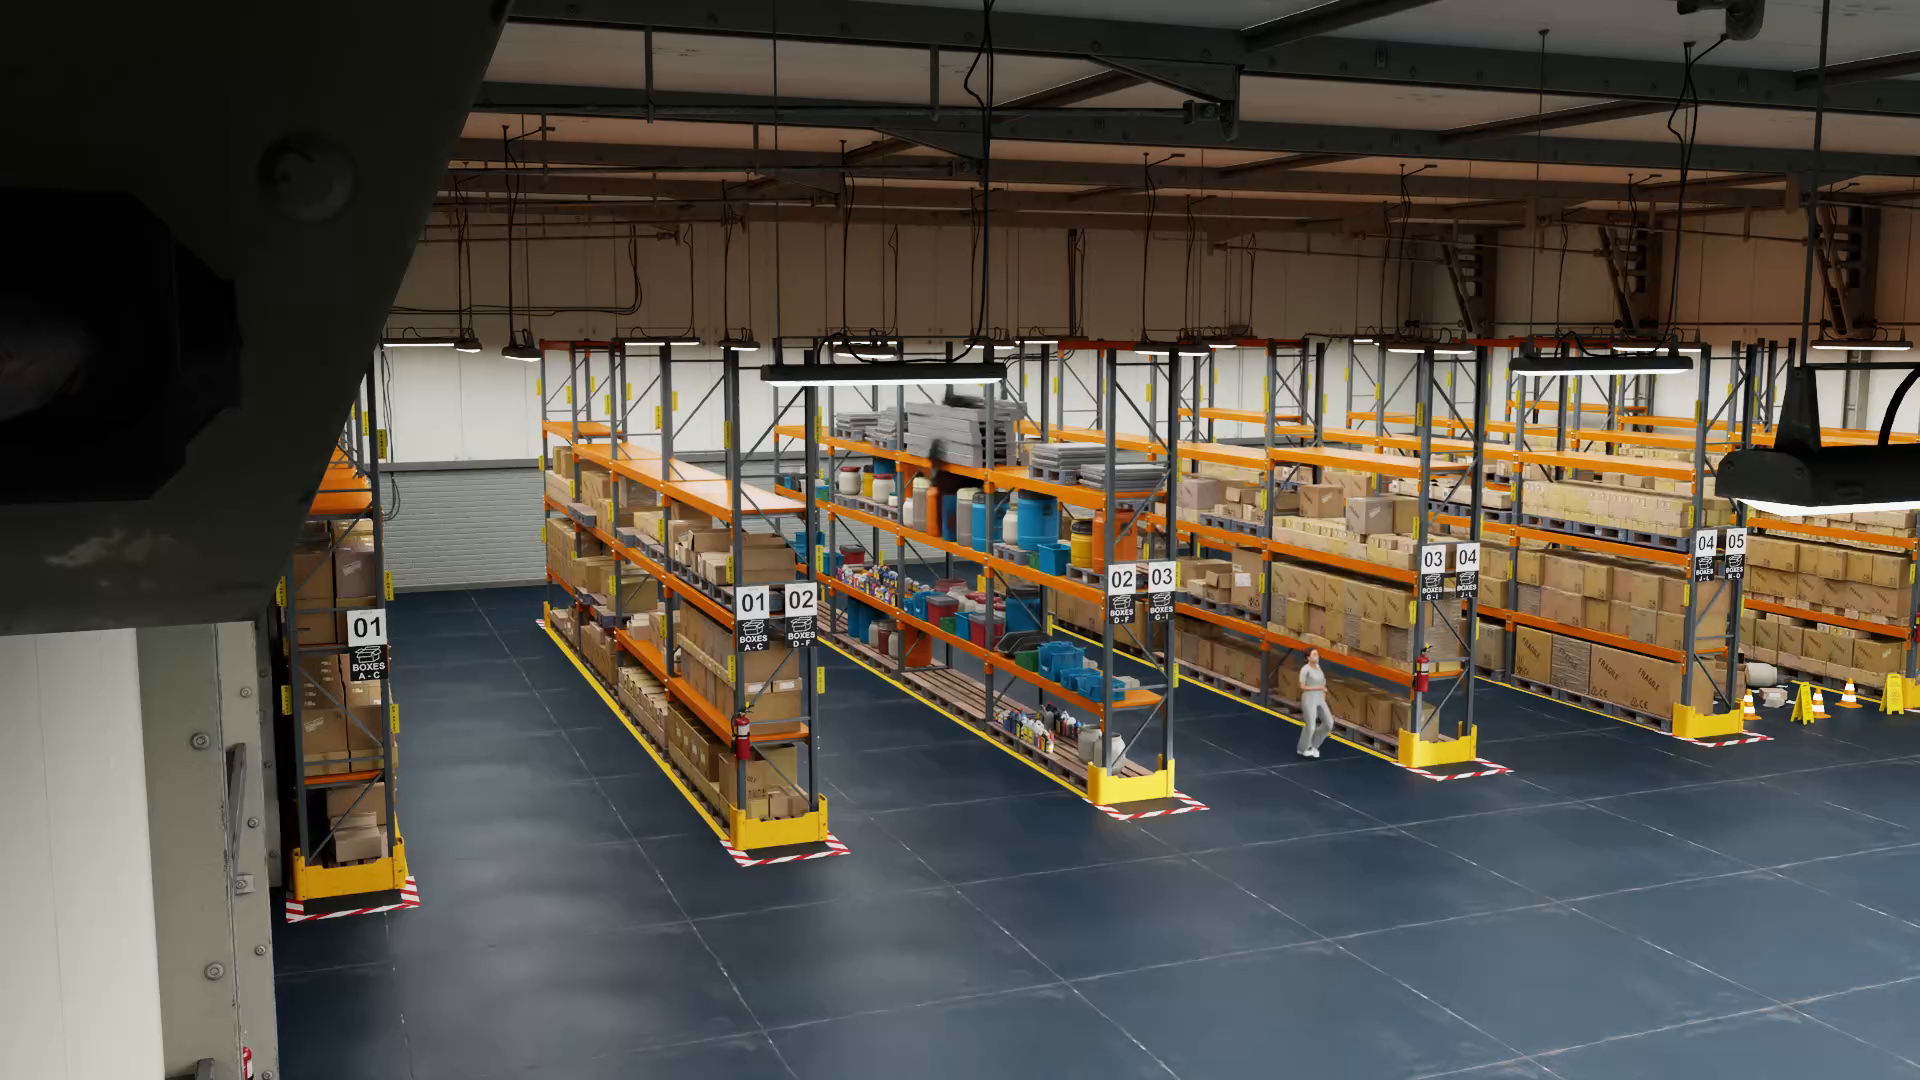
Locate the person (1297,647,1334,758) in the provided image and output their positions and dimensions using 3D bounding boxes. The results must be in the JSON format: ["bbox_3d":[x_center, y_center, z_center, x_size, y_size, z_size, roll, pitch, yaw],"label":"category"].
[{"bbox_3d":[5.164,2.372,24.145,0.548,1.655,0.615,-5,9,-34],"label":"person"}]

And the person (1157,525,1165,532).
[{"bbox_3d":[4.643,0.502,38.290,0.745,1.741,0.701,-2,8,-15],"label":"person"}]
